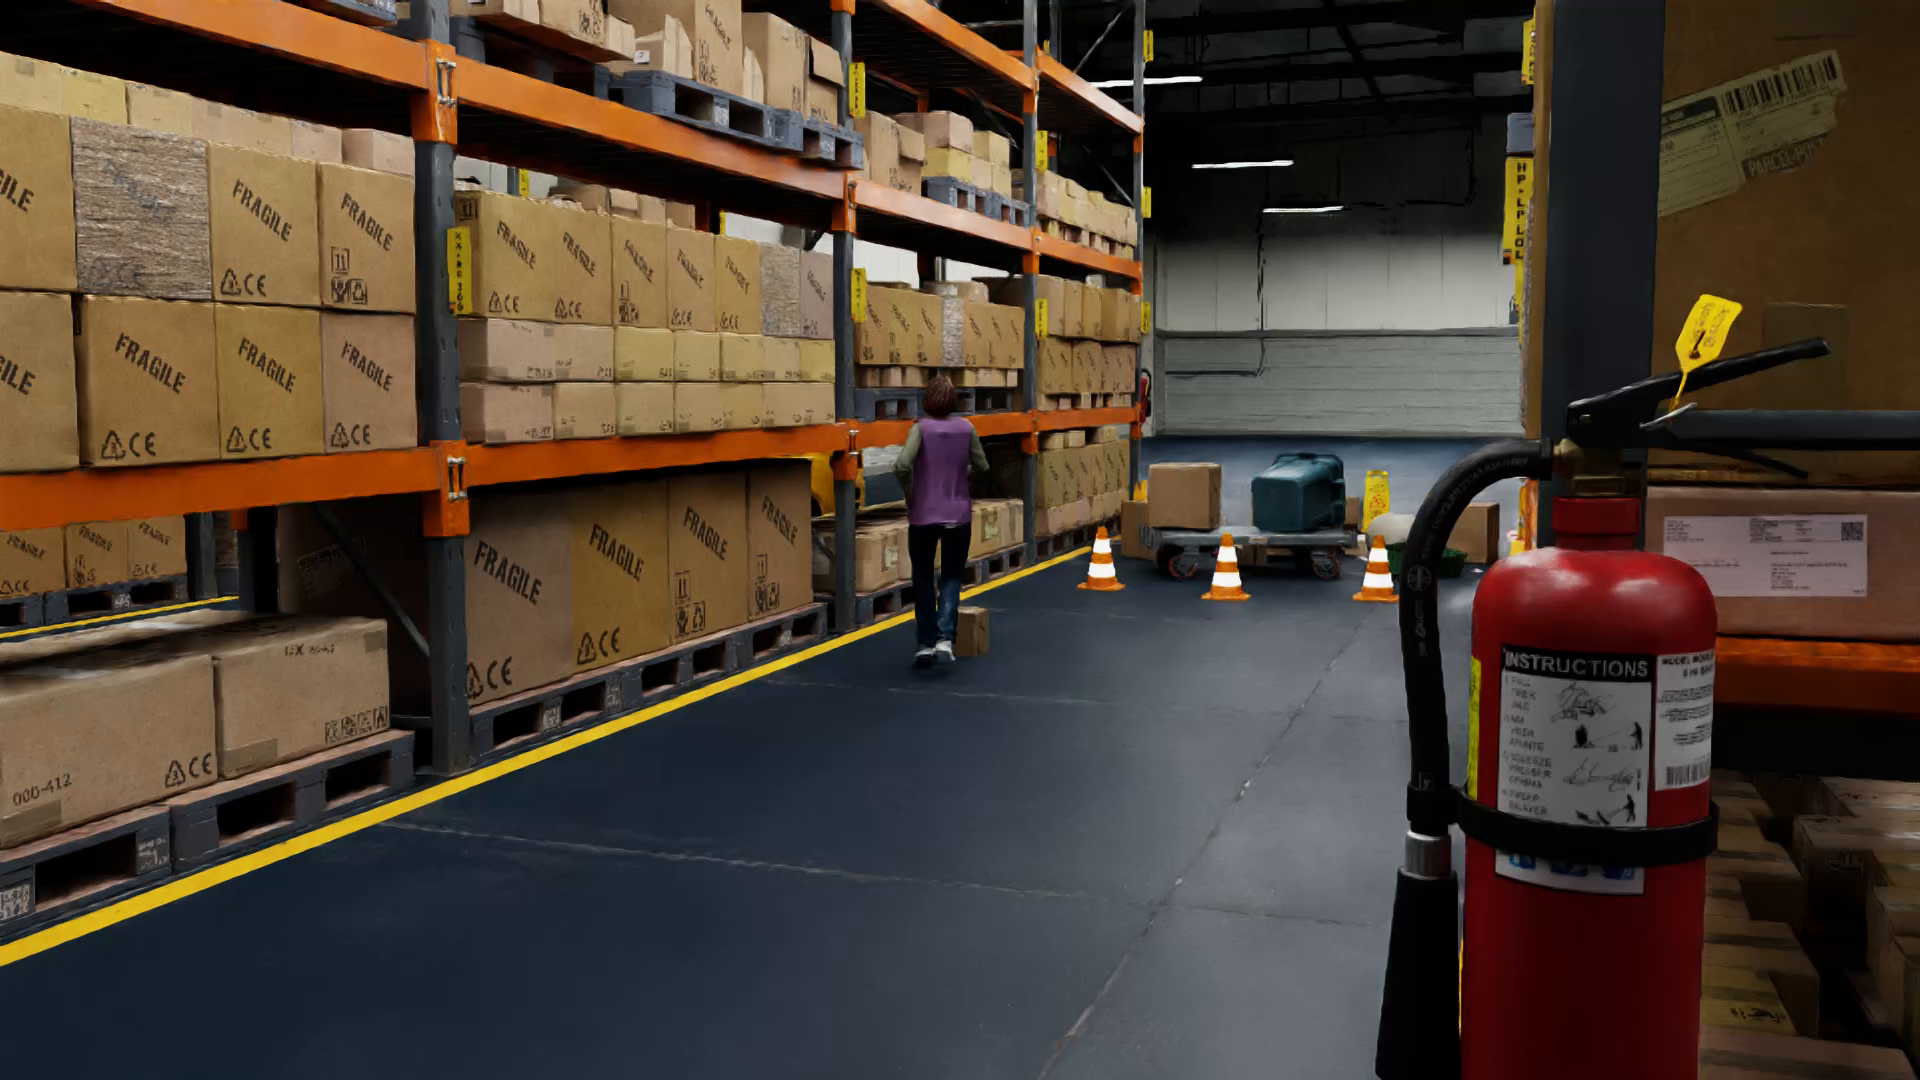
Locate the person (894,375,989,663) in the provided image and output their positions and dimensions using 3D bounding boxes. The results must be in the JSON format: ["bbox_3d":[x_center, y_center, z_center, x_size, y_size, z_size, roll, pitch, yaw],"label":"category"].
[{"bbox_3d":[-0.103,-0.097,8.972,0.515,1.577,0.736,0,5,-3],"label":"person"}]
